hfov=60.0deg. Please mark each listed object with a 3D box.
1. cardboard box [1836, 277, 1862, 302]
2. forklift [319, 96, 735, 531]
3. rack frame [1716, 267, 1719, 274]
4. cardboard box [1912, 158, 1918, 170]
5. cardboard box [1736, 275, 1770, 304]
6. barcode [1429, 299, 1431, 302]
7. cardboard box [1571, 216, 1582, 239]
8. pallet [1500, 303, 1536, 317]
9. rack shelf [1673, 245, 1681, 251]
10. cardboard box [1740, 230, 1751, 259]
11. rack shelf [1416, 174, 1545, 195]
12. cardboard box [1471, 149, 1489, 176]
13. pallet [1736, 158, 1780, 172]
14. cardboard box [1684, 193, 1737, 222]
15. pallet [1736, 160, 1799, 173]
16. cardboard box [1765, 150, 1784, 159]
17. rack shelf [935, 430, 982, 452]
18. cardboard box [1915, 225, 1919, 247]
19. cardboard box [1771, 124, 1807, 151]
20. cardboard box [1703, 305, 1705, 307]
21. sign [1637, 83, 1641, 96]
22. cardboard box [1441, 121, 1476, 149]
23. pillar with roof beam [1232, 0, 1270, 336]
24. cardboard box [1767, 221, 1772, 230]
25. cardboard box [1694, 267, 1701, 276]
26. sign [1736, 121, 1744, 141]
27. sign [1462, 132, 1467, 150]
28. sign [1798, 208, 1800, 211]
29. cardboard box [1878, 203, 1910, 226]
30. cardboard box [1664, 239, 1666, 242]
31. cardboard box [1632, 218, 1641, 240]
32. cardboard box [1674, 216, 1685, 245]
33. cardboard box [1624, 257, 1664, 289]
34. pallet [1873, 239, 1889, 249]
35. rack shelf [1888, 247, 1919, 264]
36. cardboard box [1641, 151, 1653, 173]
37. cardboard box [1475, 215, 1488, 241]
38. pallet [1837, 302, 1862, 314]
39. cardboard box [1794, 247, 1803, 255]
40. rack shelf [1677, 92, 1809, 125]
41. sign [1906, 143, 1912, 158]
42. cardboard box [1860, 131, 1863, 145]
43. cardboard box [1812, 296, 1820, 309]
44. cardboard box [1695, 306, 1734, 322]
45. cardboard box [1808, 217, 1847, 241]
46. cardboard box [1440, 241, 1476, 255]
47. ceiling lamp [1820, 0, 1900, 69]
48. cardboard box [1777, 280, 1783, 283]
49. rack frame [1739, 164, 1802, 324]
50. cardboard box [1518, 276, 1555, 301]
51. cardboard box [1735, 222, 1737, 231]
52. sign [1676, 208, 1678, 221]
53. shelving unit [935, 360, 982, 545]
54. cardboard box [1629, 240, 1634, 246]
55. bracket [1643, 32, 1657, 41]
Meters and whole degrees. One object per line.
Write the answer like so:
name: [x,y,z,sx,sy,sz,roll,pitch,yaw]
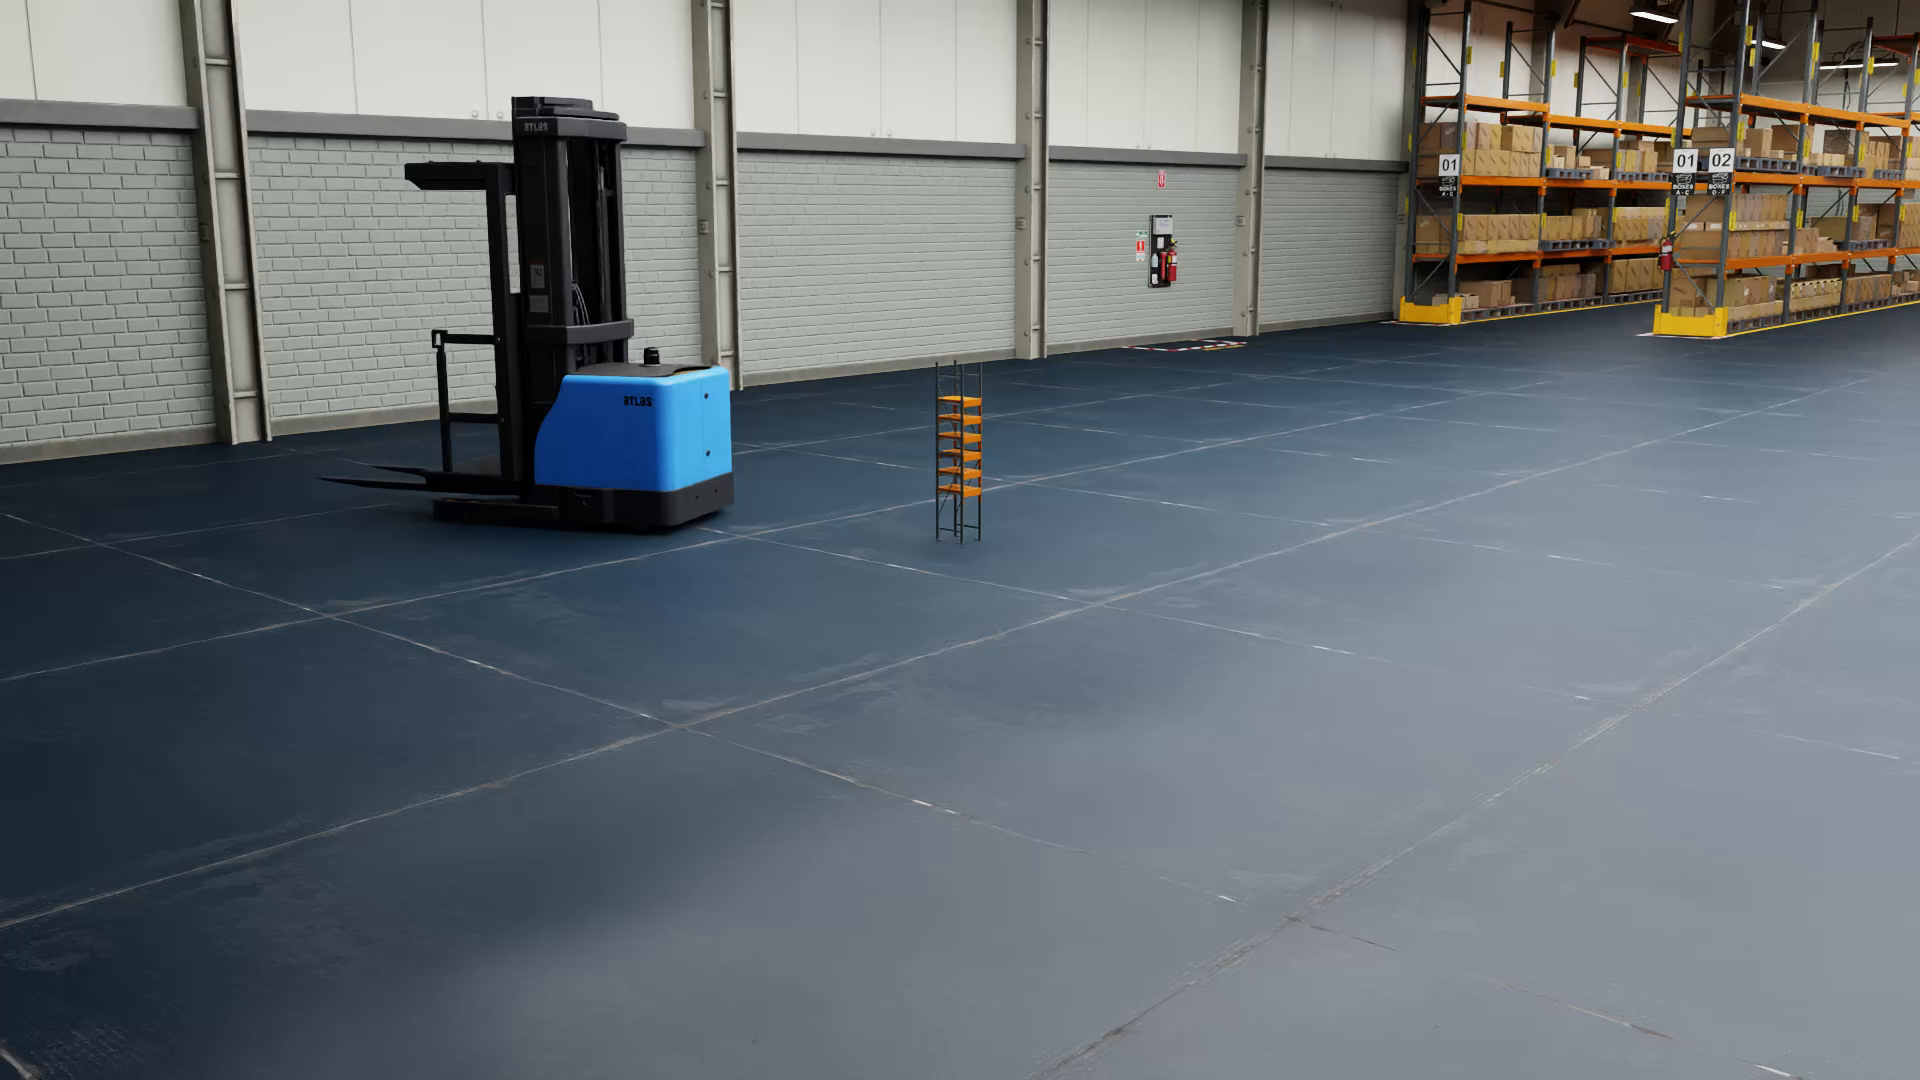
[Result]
cardboard box: [19.022,-5.374,35.715,0.500,0.500,0.500,9,14,38]
forklift: [-3.227,-1.645,11.966,3.031,2.935,1.130,4,12,18]
rack frame: [19.722,-8.093,44.071,1.000,3.000,0.127,10,15,40]
cardboard box: [21.642,-8.620,38.159,0.500,0.250,0.500,10,15,40]
cardboard box: [14.717,-4.670,30.968,0.500,0.500,0.500,10,15,40]
barcode: [9.396,-4.785,33.228,0.001,0.075,0.075,10,15,40]
cardboard box: [13.333,-6.924,36.840,0.700,0.500,0.500,10,15,40]
pallet: [11.384,-4.856,34.987,1.003,0.211,1.213,10,15,40]
rack shelf: [18.402,-7.446,42.668,1.077,0.370,4.000,10,15,40]
cardboard box: [13.877,-5.365,30.159,0.700,0.500,0.500,10,15,41]
rack shelf: [10.481,-7.151,33.535,1.077,0.370,4.000,10,15,40]
cardboard box: [9.950,-7.360,32.436,0.500,0.500,0.500,-11,16,-44]
pallet: [14.176,-6.807,30.203,1.003,0.211,1.213,10,15,40]
cardboard box: [13.237,-5.859,29.319,0.700,0.500,0.500,10,15,41]
pallet: [14.981,-6.986,31.097,1.003,0.211,1.213,10,15,40]
cardboard box: [14.934,-7.097,30.638,0.380,0.149,0.250,10,15,40]
rack shelf: [-0.010,-0.660,11.068,0.258,0.103,0.180,10,15,40]
cardboard box: [22.349,-7.177,39.232,0.500,0.500,0.500,9,15,40]
cardboard box: [15.961,-7.744,32.063,0.500,0.500,0.500,10,15,41]
cardboard box: [13.337,-4.149,30.272,0.500,0.250,0.500,10,15,40]
sign: [16.681,-11.057,40.807,0.100,0.325,0.005,10,15,40]
cardboard box: [9.597,-7.784,32.008,0.500,0.500,0.500,8,14,36]
pillar with roof beam: [8.246,-7.456,25.566,9.100,9.000,0.400,10,15,40]
cardboard box: [14.833,-5.837,30.867,0.380,0.149,0.250,10,15,40]
cardboard box: [18.674,-6.809,42.955,0.700,0.500,0.500,9,14,39]
sign: [13.297,-6.965,28.330,0.100,0.325,0.005,10,15,40]
sign: [9.568,-7.568,31.554,0.100,0.325,0.005,10,15,40]
sign: [17.751,-6.874,35.213,0.100,0.325,0.005,10,15,40]
cardboard box: [21.328,-7.437,37.978,0.500,0.500,0.500,10,15,42]
cardboard box: [17.071,-7.304,40.715,0.380,0.149,0.250,10,15,41]
cardboard box: [15.635,-7.308,39.074,0.500,0.500,0.500,10,15,40]
cardboard box: [17.452,-7.729,41.484,0.980,0.700,0.700,10,15,41]
cardboard box: [16.751,-6.544,40.731,0.750,0.750,0.750,10,15,41]
pallet: [20.196,-6.667,37.421,1.003,0.211,1.213,10,15,40]
rack shelf: [22.126,-6.806,39.464,1.077,0.370,4.000,10,15,40]
cardboard box: [16.100,-9.034,39.749,0.700,0.500,0.500,9,15,39]
cardboard box: [10.035,-6.146,32.739,0.500,0.500,0.500,10,15,41]
pallet: [18.686,-5.013,35.773,1.003,0.211,1.213,10,15,40]
cardboard box: [16.263,-5.668,32.572,0.380,0.149,0.250,10,15,40]
rack shelf: [14.204,-7.786,30.076,1.077,0.370,4.000,10,15,40]
sign: [21.225,-8.711,37.181,0.100,0.325,0.005,10,15,40]
cardboard box: [18.794,-8.425,35.265,0.500,0.500,0.500,10,15,40]
cardboard box: [16.992,-4.798,33.526,0.500,0.250,0.500,10,15,41]
cardboard box: [13.405,-4.006,29.560,0.500,0.250,0.500,10,15,40]
cardboard box: [18.496,-6.638,35.460,0.700,0.500,0.500,4,12,21]
cardboard box: [9.721,-5.706,32.452,0.500,0.250,0.500,9,15,39]
ceiling lamp: [23.391,-13.965,43.254,2.000,3.185,0.800,10,15,40]
cardboard box: [16.246,-5.067,33.438,0.500,0.311,0.500,10,15,40]
rack frame: [15.525,-5.687,32.027,1.000,3.000,0.127,10,15,40]
cardboard box: [12.578,-5.510,36.399,0.700,0.500,0.500,9,15,39]
cardboard box: [13.477,-5.535,29.354,0.380,0.149,0.250,9,15,39]
sign: [17.496,-7.964,40.675,0.100,0.325,0.005,10,15,40]
shelving unit: [-0.010,-0.586,11.083,0.258,1.200,0.189,10,15,40]
cardboard box: [15.661,-7.014,39.259,0.380,0.149,0.250,10,15,41]
bracket: [16.887,-12.319,40.724,0.235,0.232,0.430,10,15,40]
